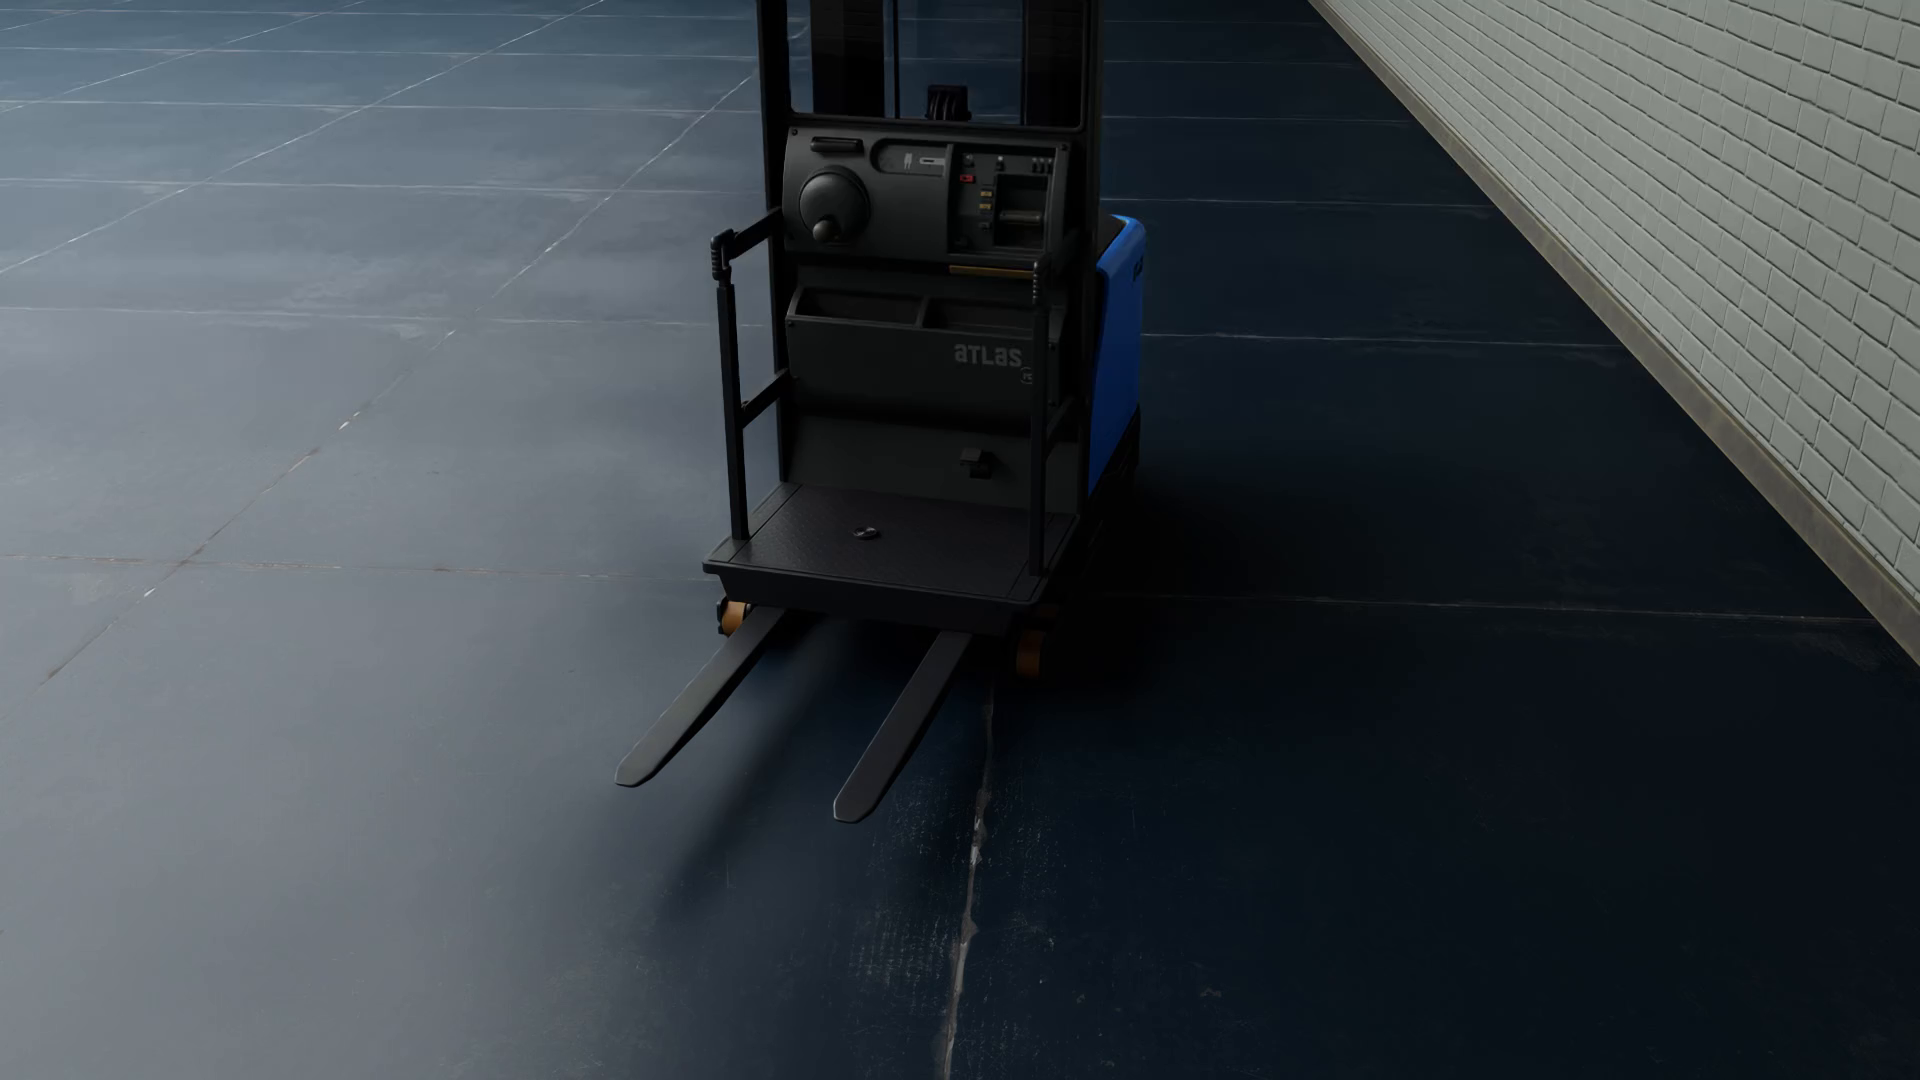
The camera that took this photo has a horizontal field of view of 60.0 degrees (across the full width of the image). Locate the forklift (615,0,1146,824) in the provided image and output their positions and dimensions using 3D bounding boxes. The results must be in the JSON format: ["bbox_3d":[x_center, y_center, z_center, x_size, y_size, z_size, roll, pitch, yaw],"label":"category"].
[{"bbox_3d":[-0.168,-1.066,5.060,1.130,2.935,3.031,7,26,14],"label":"forklift"}]
